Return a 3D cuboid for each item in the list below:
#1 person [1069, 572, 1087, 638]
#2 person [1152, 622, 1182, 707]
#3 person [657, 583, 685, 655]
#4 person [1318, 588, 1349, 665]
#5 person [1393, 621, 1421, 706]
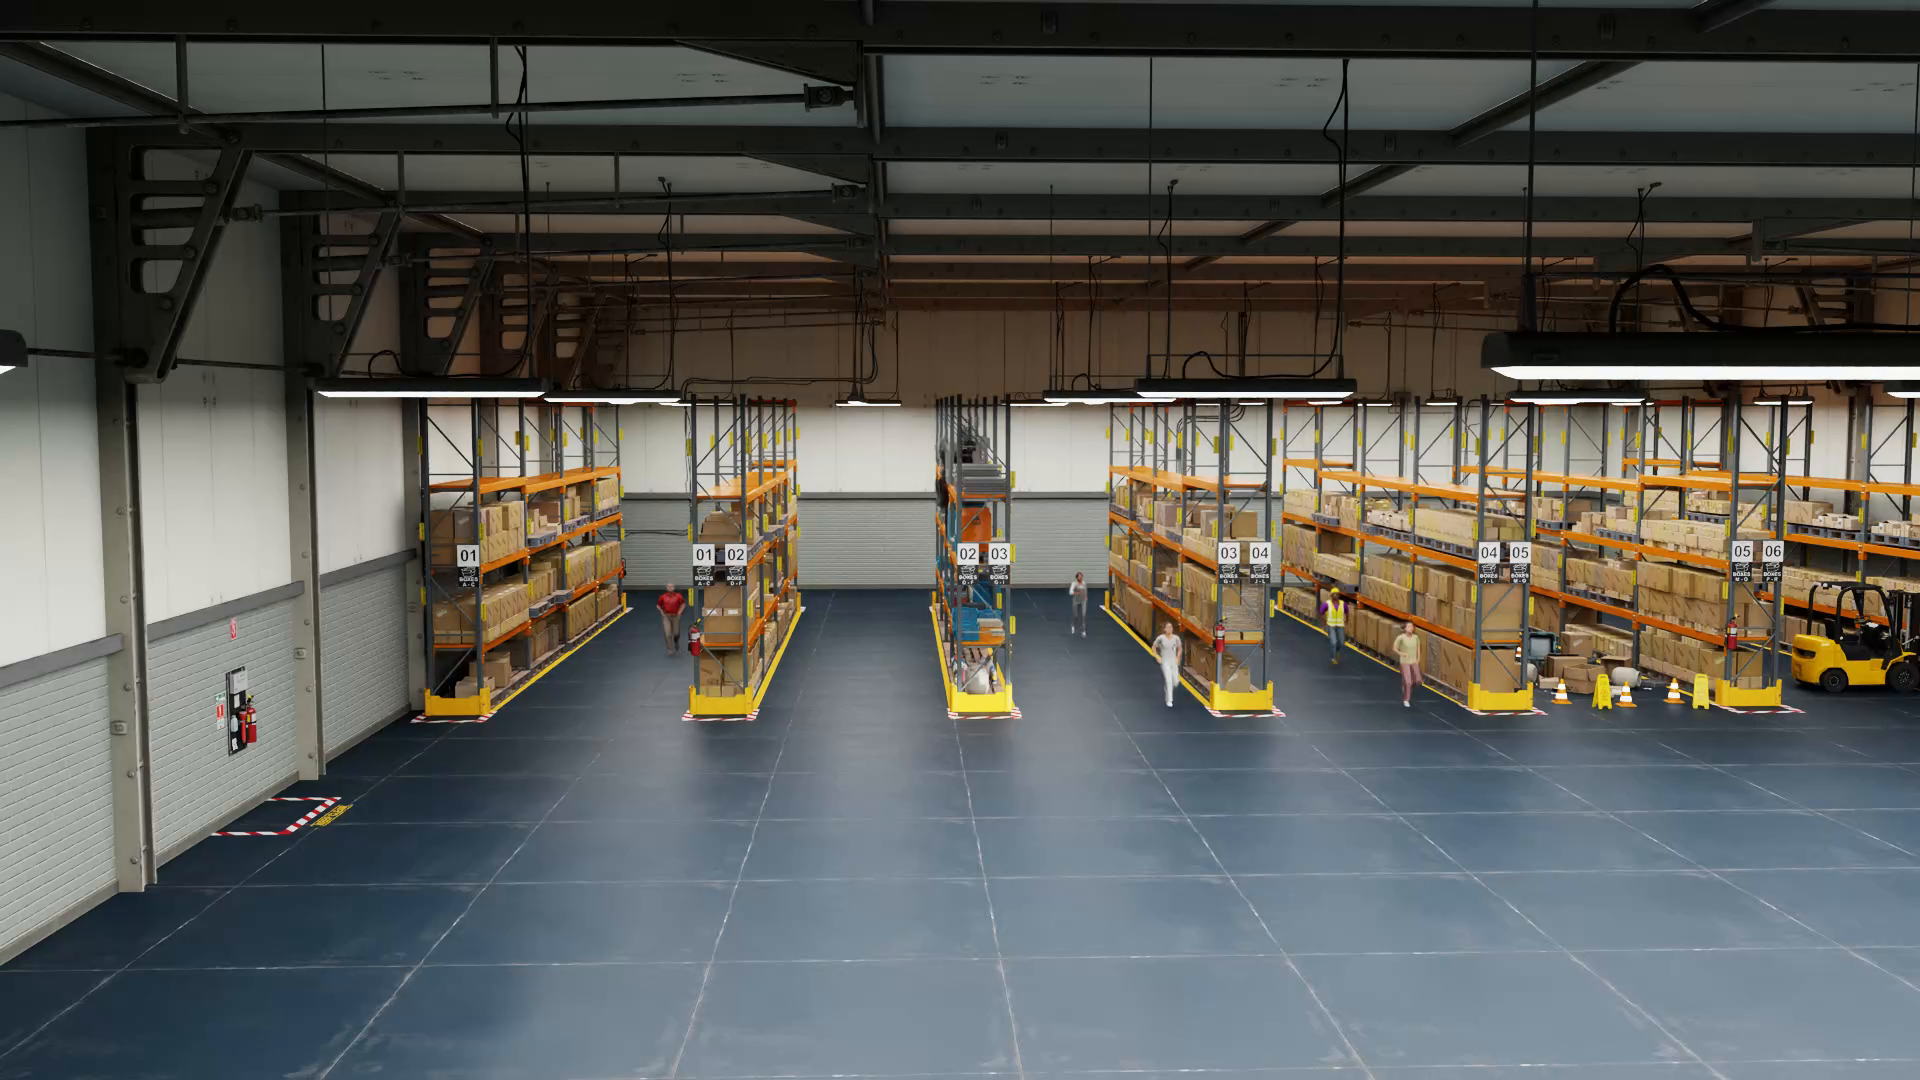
[{"bbox_3d":[2.982,1.614,41.865,0.544,1.631,0.785,-1,5,-14],"label":"person"},{"bbox_3d":[4.022,2.385,32.232,0.597,1.618,0.664,0,5,-6],"label":"person"},{"bbox_3d":[-6.738,1.832,38.773,0.659,1.674,0.622,-1,5,-9],"label":"person"},{"bbox_3d":[8.394,1.930,37.296,0.698,1.718,0.610,0,4,-1],"label":"person"},{"bbox_3d":[8.666,2.380,32.169,0.602,1.631,0.554,-1,5,-12],"label":"person"}]
